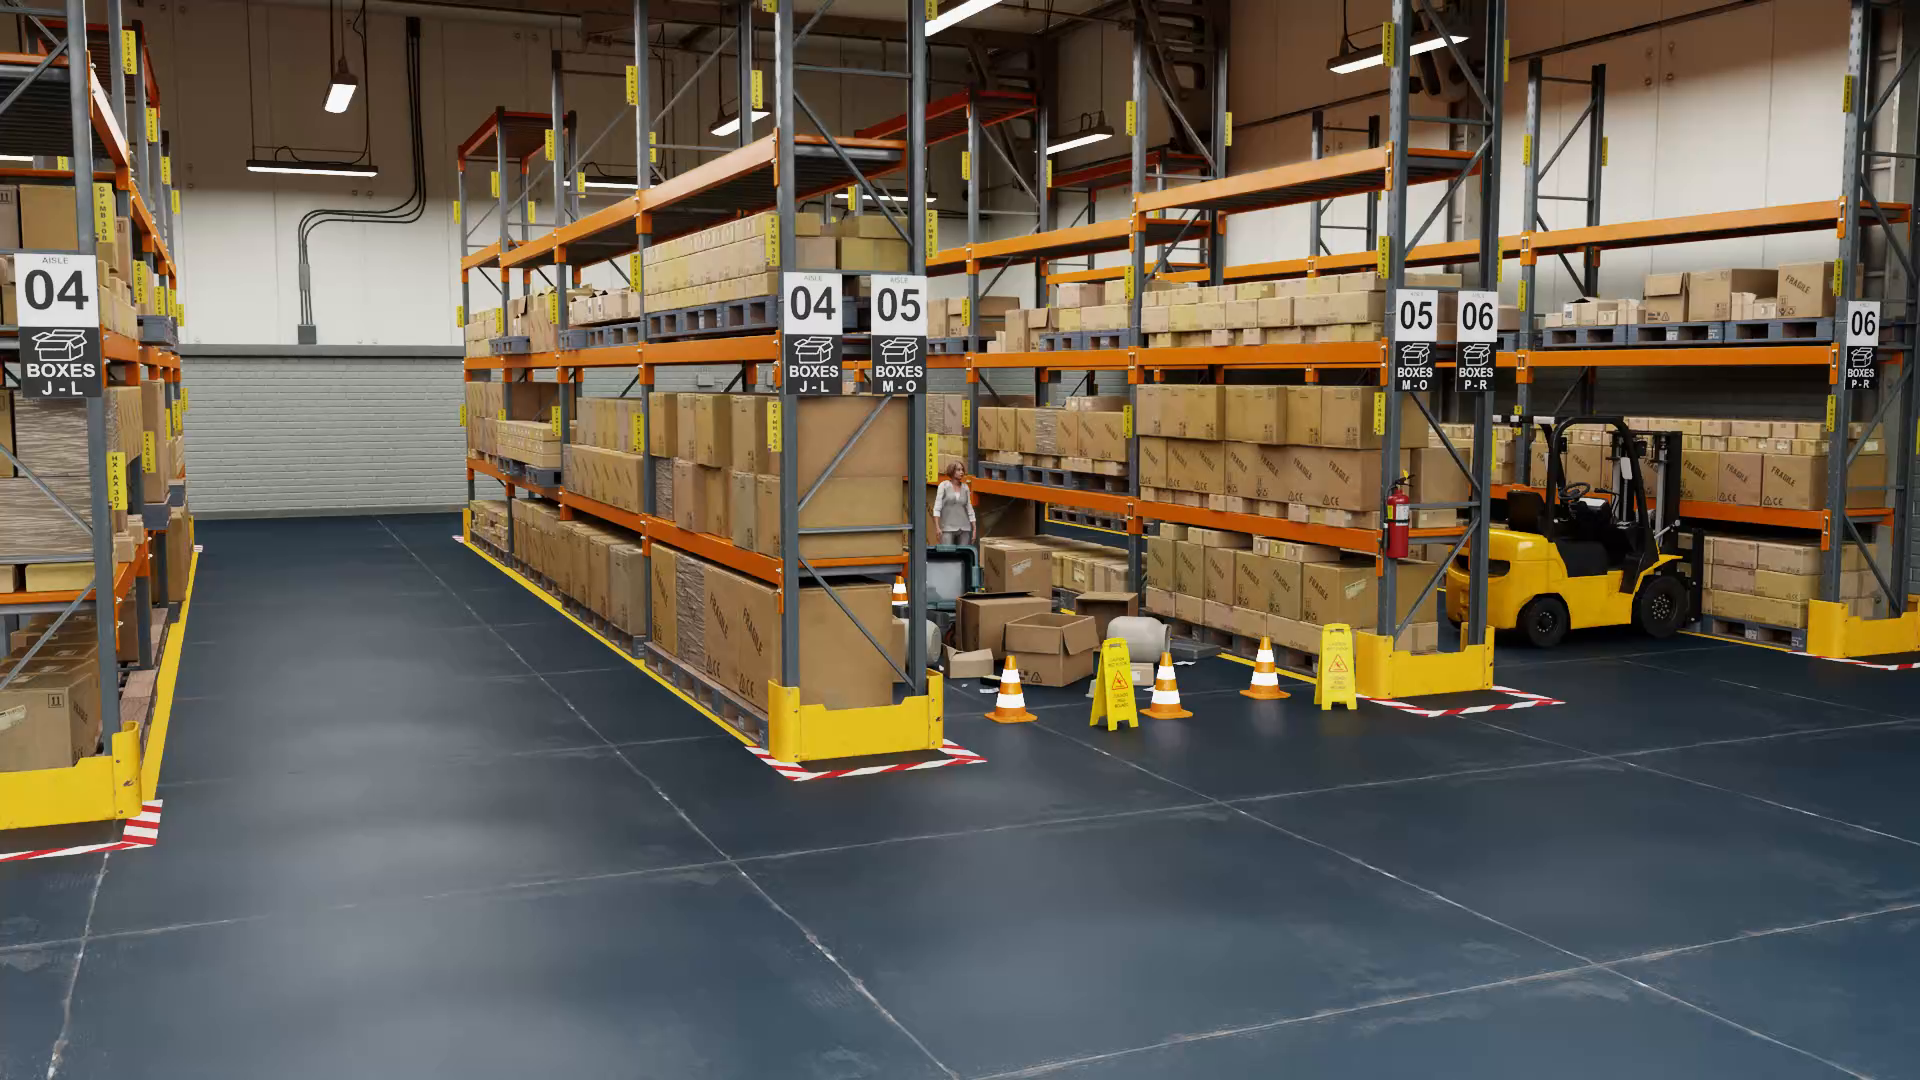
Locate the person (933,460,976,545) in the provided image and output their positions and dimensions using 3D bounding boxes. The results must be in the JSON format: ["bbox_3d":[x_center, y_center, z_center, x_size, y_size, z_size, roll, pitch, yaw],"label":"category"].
[{"bbox_3d":[-0.034,-0.071,18.312,0.521,1.597,0.475,-2,6,-24],"label":"person"}]
